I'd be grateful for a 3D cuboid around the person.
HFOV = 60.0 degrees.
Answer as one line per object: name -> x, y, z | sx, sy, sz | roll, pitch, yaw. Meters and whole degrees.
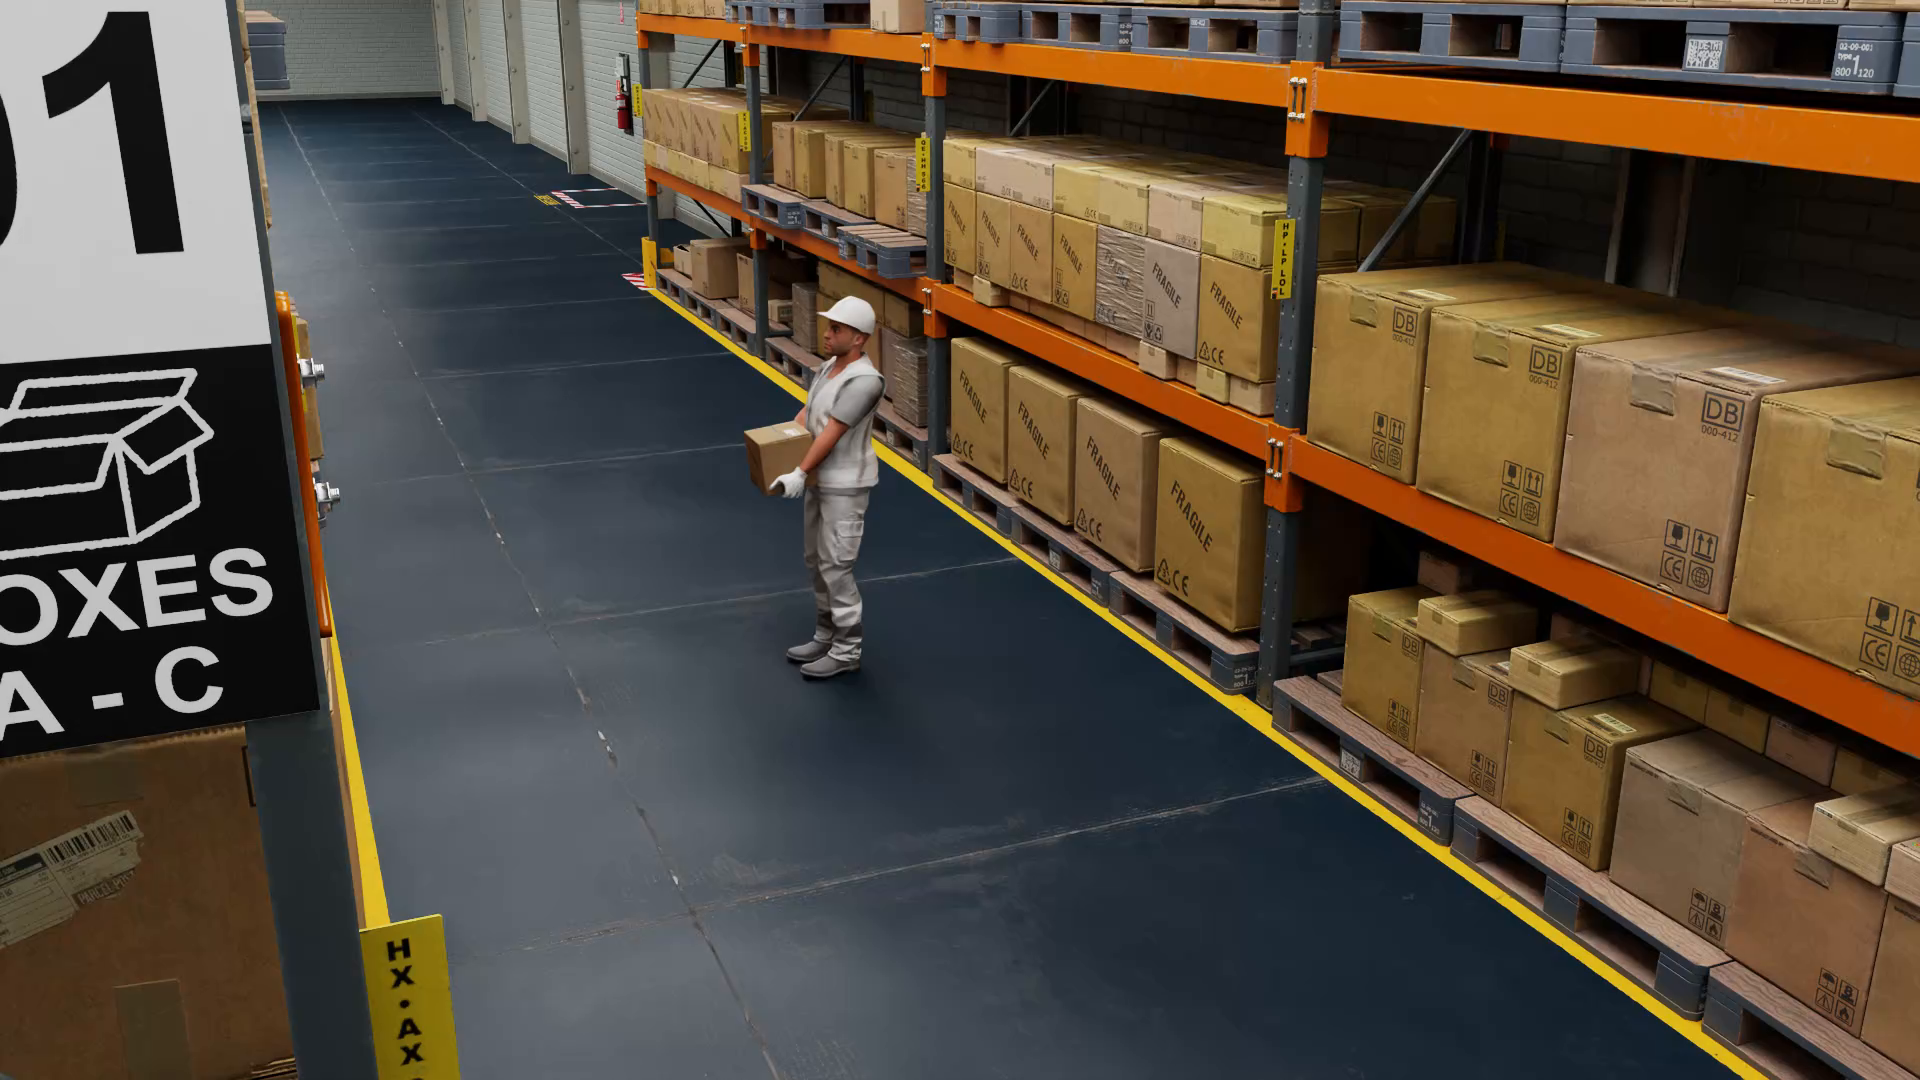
person -> -0.648, -0.234, 7.727 | 0.563, 1.782, 0.493 | -8, 20, -21
